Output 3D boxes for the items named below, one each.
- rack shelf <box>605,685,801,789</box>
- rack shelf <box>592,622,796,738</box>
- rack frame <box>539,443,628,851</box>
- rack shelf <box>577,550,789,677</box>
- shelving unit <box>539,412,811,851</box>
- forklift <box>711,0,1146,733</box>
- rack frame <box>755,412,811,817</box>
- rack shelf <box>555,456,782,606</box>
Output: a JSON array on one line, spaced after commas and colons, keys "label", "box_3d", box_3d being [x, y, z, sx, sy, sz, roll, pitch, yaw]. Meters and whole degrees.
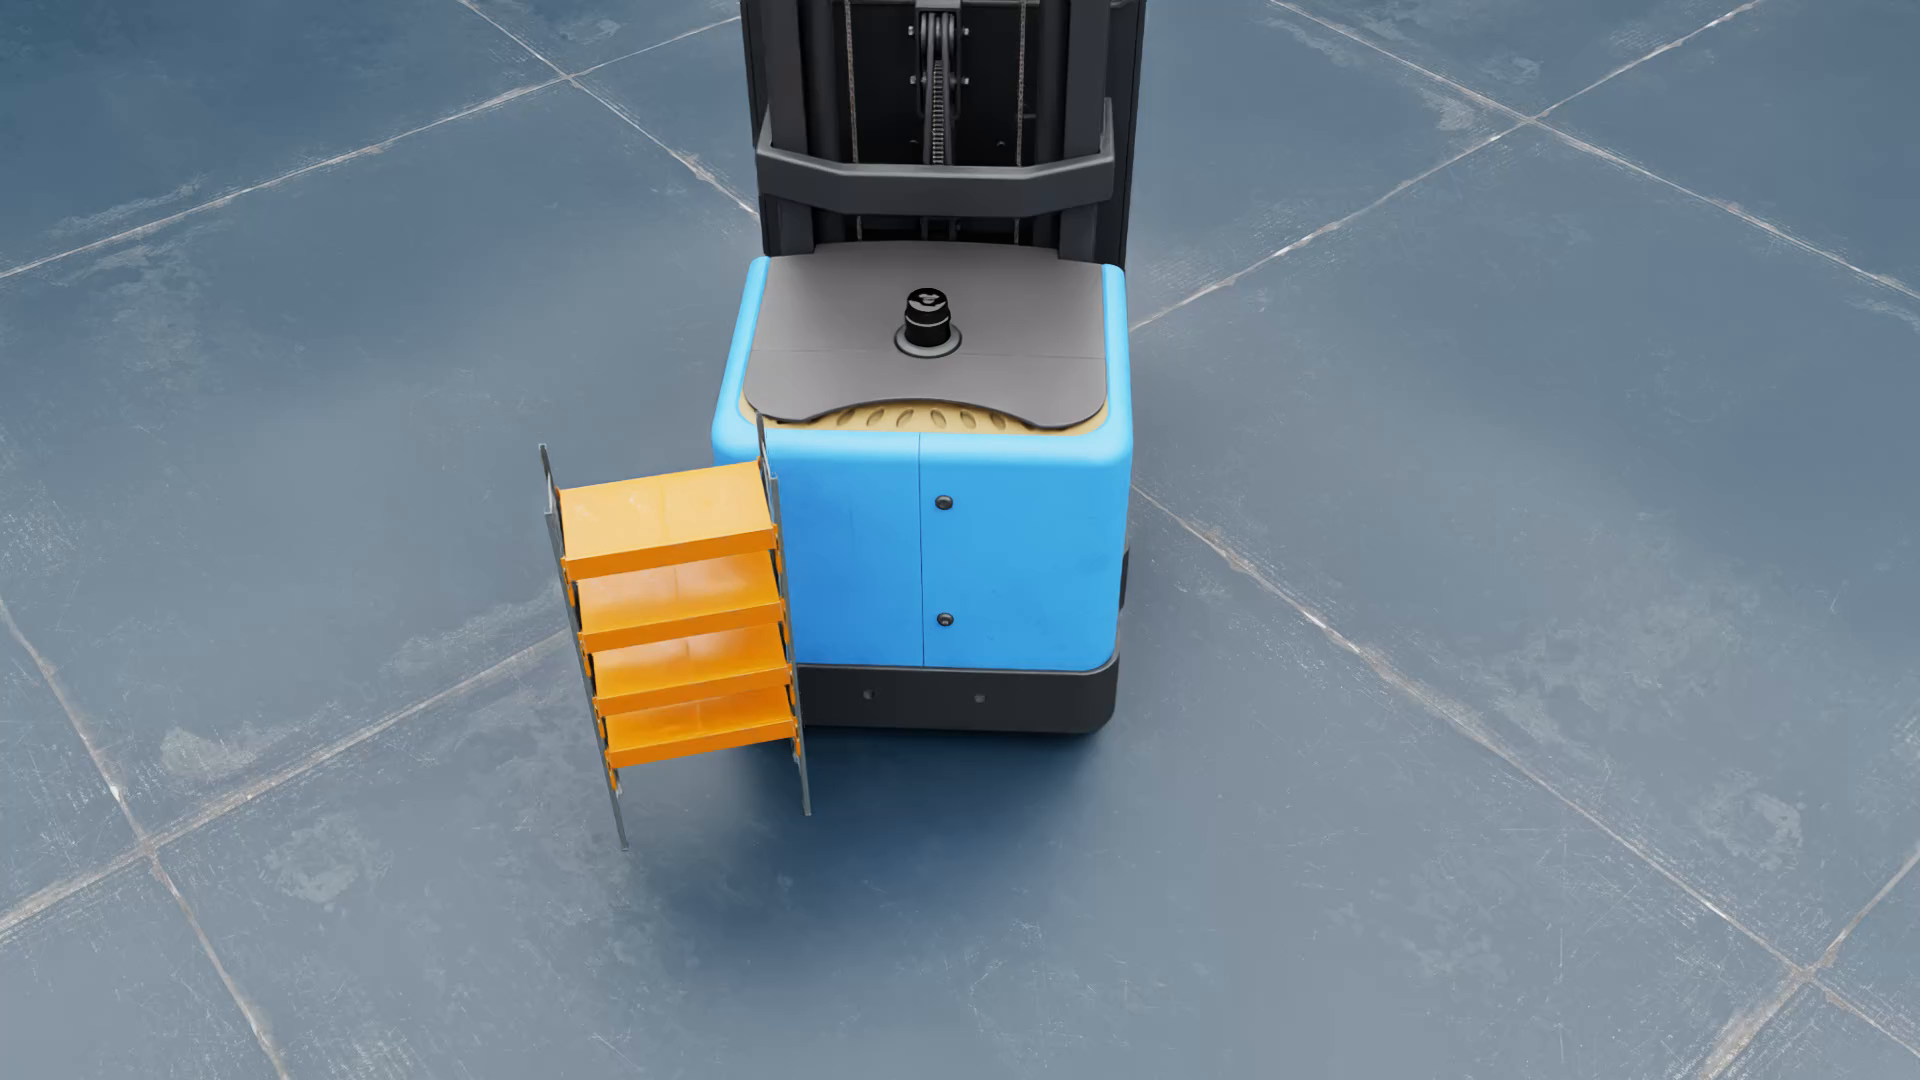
[{"label": "rack shelf", "box_3d": [-0.671, 0.456, 4.276, 0.480, 0.148, 0.258, -9, 44, -10]}, {"label": "rack shelf", "box_3d": [-0.671, 0.311, 4.140, 0.480, 0.148, 0.258, -9, 44, -10]}, {"label": "rack frame", "box_3d": [-0.909, 0.301, 4.053, 0.015, 1.200, 0.240, -9, 44, -10]}, {"label": "rack shelf", "box_3d": [-0.671, 0.148, 3.987, 0.480, 0.148, 0.258, -9, 44, -10]}, {"label": "shelving unit", "box_3d": [-0.671, 0.262, 4.094, 0.503, 1.200, 0.258, -9, 44, -10]}, {"label": "forklift", "box_3d": [-0.036, -1.531, 4.739, 1.130, 2.935, 3.031, 2, 43, 2]}, {"label": "rack frame", "box_3d": [-0.434, 0.224, 4.135, 0.015, 1.200, 0.240, -9, 44, -10]}, {"label": "rack shelf", "box_3d": [-0.671, -0.024, 3.825, 0.480, 0.148, 0.258, -9, 44, -10]}]
